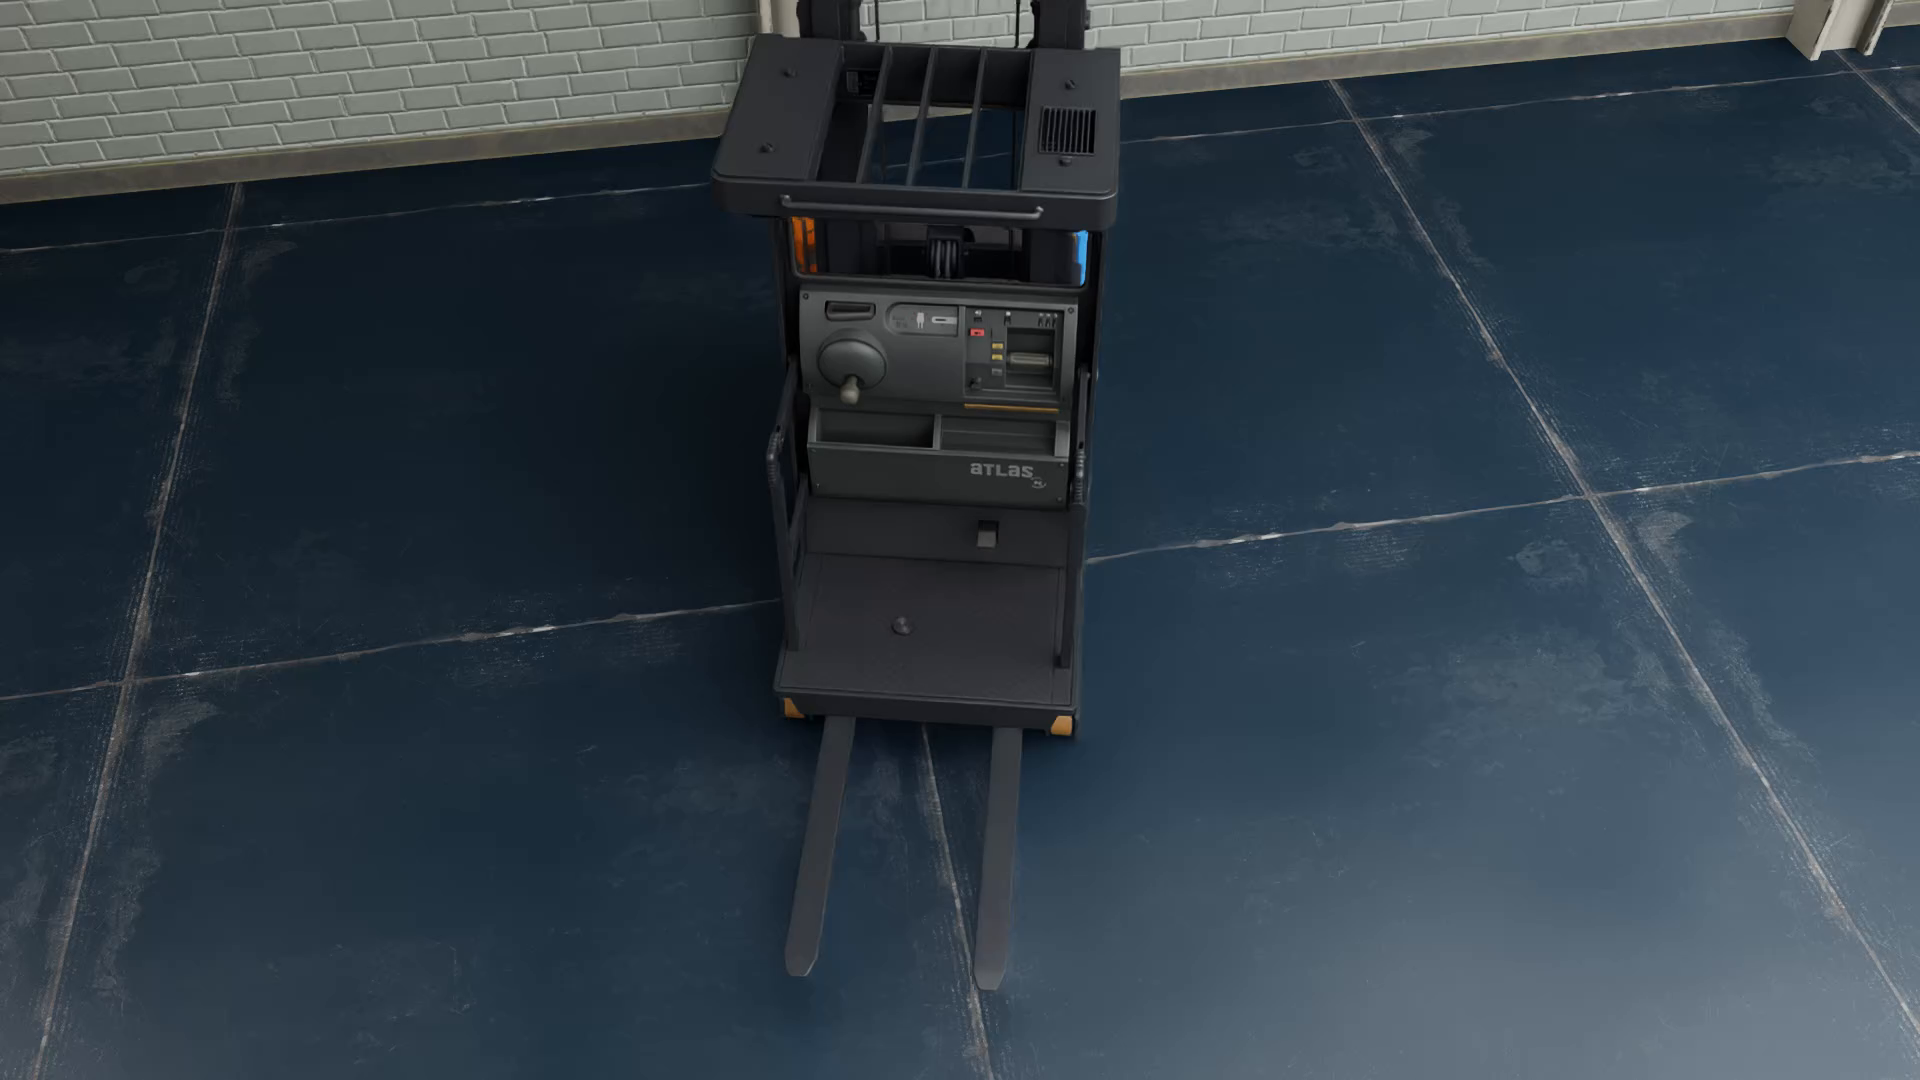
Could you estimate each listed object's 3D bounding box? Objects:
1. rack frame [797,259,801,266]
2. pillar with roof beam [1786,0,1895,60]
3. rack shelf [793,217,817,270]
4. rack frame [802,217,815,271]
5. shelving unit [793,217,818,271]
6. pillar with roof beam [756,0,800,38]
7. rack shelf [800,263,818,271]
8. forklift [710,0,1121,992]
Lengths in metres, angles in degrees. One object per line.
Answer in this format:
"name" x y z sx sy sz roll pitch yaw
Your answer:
"rack frame" -0.657 -1.131 7.304 0.200 1.050 0.008 -19 49 -17
"pillar with roof beam" 5.815 -2.974 3.560 0.400 9.000 9.100 -7 46 -7
"rack shelf" -0.604 -1.241 7.030 0.215 0.259 0.240 -19 49 -17
"rack frame" -0.551 -0.972 7.151 0.200 1.050 0.008 -19 49 -17
"shelving unit" -0.604 -1.051 7.227 0.215 1.050 0.252 -19 49 -17
"pillar with roof beam" -0.097 -2.238 2.850 0.400 9.000 9.100 -7 46 -7
"rack shelf" -0.604 -1.044 7.235 0.215 0.259 0.240 -19 49 -17
"forklift" -0.090 -0.542 5.430 1.130 2.935 3.031 3 46 3
